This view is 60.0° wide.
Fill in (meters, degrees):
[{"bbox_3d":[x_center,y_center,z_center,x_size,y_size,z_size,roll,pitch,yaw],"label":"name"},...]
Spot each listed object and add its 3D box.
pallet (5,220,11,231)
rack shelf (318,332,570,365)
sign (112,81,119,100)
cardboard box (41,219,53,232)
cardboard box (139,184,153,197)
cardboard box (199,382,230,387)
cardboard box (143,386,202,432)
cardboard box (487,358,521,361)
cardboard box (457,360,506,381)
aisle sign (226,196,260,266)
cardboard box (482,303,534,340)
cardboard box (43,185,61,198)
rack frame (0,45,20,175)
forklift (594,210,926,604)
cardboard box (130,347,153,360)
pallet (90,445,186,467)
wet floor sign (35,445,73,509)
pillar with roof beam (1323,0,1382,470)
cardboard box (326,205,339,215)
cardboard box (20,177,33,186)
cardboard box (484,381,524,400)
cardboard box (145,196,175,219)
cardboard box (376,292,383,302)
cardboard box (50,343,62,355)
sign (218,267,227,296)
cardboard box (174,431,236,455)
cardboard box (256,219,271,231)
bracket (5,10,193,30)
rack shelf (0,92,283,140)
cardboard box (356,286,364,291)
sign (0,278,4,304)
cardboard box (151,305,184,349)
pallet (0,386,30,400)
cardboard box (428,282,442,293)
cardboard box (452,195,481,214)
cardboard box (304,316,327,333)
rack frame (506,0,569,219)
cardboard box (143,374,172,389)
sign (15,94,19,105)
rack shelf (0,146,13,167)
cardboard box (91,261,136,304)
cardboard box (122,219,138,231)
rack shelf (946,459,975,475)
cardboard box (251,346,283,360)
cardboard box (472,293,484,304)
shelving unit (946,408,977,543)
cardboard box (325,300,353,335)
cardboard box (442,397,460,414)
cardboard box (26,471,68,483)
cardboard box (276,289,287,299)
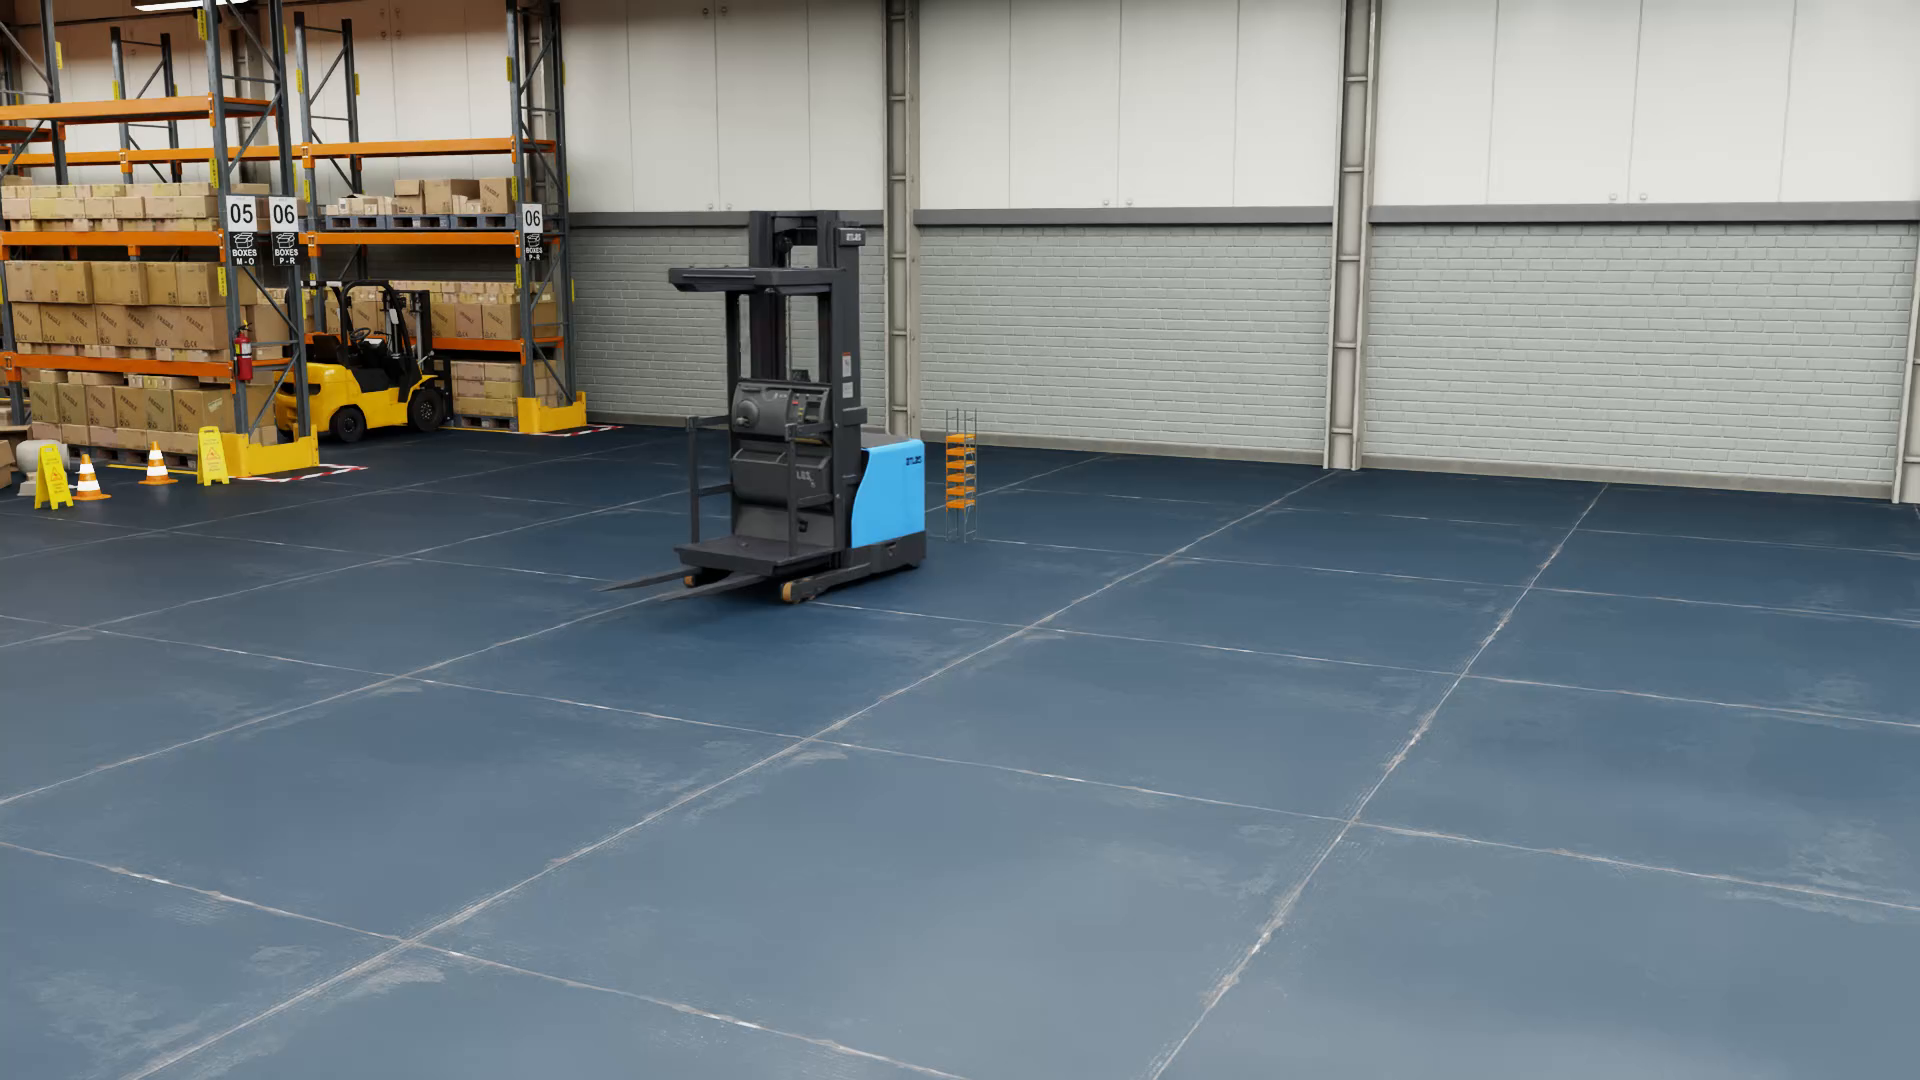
[{"bbox_3d":[-12.214,-4.064,21.368,1.003,0.211,1.213,5,11,26],"label":"pallet"},{"bbox_3d":[-7.721,-2.896,24.831,4.000,0.370,1.077,5,11,26],"label":"rack shelf"},{"bbox_3d":[-13.334,-7.086,26.272,0.005,0.325,0.100,5,11,26],"label":"sign"},{"bbox_3d":[-11.056,-3.872,20.485,0.250,0.149,0.380,5,11,26],"label":"cardboard box"},{"bbox_3d":[-9.427,-4.116,19.595,0.250,0.149,0.380,5,11,26],"label":"cardboard box"},{"bbox_3d":[-9.214,-1.672,20.484,0.500,0.500,0.500,5,11,24],"label":"cardboard box"},{"bbox_3d":[-9.424,-1.584,19.998,0.500,0.500,0.500,6,12,28],"label":"cardboard box"},{"bbox_3d":[-6.725,-2.545,24.605,0.500,0.250,0.500,5,11,26],"label":"cardboard box"},{"bbox_3d":[-6.939,-2.464,24.157,0.500,0.250,0.500,5,12,27],"label":"cardboard box"},{"bbox_3d":[-8.194,-3.528,19.000,0.004,0.787,0.394,5,11,26],"label":"aisle sign"},{"bbox_3d":[-6.485,-3.139,23.870,0.500,0.500,0.500,5,11,25],"label":"cardboard box"},{"bbox_3d":[-10.867,-4.220,20.167,0.250,0.149,0.380,5,11,25],"label":"cardboard box"},{"bbox_3d":[-16.689,-6.990,28.587,0.127,3.000,1.000,5,11,26],"label":"rack frame"},{"bbox_3d":[-1.522,-1.055,12.828,1.130,2.935,3.031,7,12,33],"label":"forklift"},{"bbox_3d":[-9.729,-2.261,20.006,0.250,0.149,0.380,5,11,25],"label":"cardboard box"},{"bbox_3d":[-9.992,-1.100,20.713,1.213,0.211,1.003,5,11,26],"label":"pallet"},{"bbox_3d":[-9.318,-0.657,17.046,0.232,0.644,0.267,3,11,16],"label":"wet floor sign"},{"bbox_3d":[2.703,-4.610,15.437,0.400,9.000,9.100,5,11,26],"label":"pillar with roof beam"},{"bbox_3d":[-9.247,-4.932,24.883,0.250,0.149,0.380,5,12,27],"label":"cardboard box"},{"bbox_3d":[-12.506,-4.618,21.736,0.500,0.250,0.500,5,11,25],"label":"cardboard box"},{"bbox_3d":[-6.503,-2.181,23.995,0.500,0.250,0.500,5,11,25],"label":"cardboard box"},{"bbox_3d":[-9.144,-3.888,19.451,0.500,0.250,0.500,5,11,25],"label":"cardboard box"},{"bbox_3d":[-8.444,-3.621,24.711,0.250,0.149,0.380,5,11,25],"label":"cardboard box"},{"bbox_3d":[-11.066,-2.388,20.705,0.250,0.149,0.380,5,11,26],"label":"cardboard box"},{"bbox_3d":[-8.384,-2.938,18.902,0.005,0.325,0.100,5,11,26],"label":"sign"},{"bbox_3d":[-8.986,-1.176,19.847,0.500,0.250,0.500,5,11,26],"label":"cardboard box"},{"bbox_3d":[-8.275,-3.730,19.700,0.250,0.149,0.380,5,11,26],"label":"cardboard box"},{"bbox_3d":[-14.374,-8.667,27.741,4.783,0.066,0.076,5,11,26],"label":"bracket"},{"bbox_3d":[-9.914,-5.054,19.915,4.000,0.370,1.077,5,11,26],"label":"rack shelf"},{"bbox_3d":[-8.853,-3.825,25.007,0.250,0.149,0.380,5,11,25],"label":"cardboard box"},{"bbox_3d":[-11.950,-3.096,20.661,0.005,0.325,0.100,5,11,26],"label":"sign"},{"bbox_3d":[-9.176,-2.534,19.694,0.500,0.500,0.500,5,11,26],"label":"cardboard box"},{"bbox_3d":[-15.943,-2.608,29.048,1.213,0.211,1.003,5,11,26],"label":"pallet"},{"bbox_3d":[-7.531,-3.687,24.240,0.250,0.149,0.380,5,12,27],"label":"cardboard box"},{"bbox_3d":[-7.033,-4.795,23.798,0.258,0.266,0.396,5,11,26],"label":"cardboard box"},{"bbox_3d":[-10.083,-3.332,25.640,0.500,0.250,0.500,5,12,27],"label":"cardboard box"},{"bbox_3d":[-5.928,-6.045,23.362,0.127,3.000,1.000,5,11,26],"label":"rack frame"},{"bbox_3d":[-9.538,-1.902,19.929,0.250,0.149,0.380,5,12,27],"label":"cardboard box"},{"bbox_3d":[-16.449,-7.617,28.982,0.005,0.325,0.100,5,11,26],"label":"sign"},{"bbox_3d":[-18.483,-6.792,29.522,4.000,0.370,1.077,5,11,26],"label":"rack shelf"},{"bbox_3d":[-10.015,-3.119,20.118,0.500,0.500,0.700,5,11,25],"label":"cardboard box"},{"bbox_3d":[-9.701,-3.741,19.760,0.250,0.149,0.380,5,11,24],"label":"cardboard box"},{"bbox_3d":[0.013,-0.664,15.104,0.180,0.103,0.258,5,11,26],"label":"rack shelf"},{"bbox_3d":[-8.334,-2.236,19.867,0.250,0.149,0.380,5,11,26],"label":"cardboard box"},{"bbox_3d":[-6.811,-3.489,23.985,0.250,0.149,0.380,5,12,27],"label":"cardboard box"},{"bbox_3d":[0.013,-0.589,15.117,0.189,1.200,0.258,5,11,26],"label":"shelving unit"},{"bbox_3d":[-9.233,-3.380,25.205,0.500,0.500,0.500,5,11,24],"label":"cardboard box"},{"bbox_3d":[-7.376,-2.015,24.480,0.500,0.250,0.500,5,11,26],"label":"cardboard box"},{"bbox_3d":[-10.189,-0.677,18.556,0.380,0.149,0.250,-7,12,-33],"label":"cardboard box"},{"bbox_3d":[-10.355,-3.813,25.773,0.250,0.149,0.380,5,11,26],"label":"cardboard box"}]
